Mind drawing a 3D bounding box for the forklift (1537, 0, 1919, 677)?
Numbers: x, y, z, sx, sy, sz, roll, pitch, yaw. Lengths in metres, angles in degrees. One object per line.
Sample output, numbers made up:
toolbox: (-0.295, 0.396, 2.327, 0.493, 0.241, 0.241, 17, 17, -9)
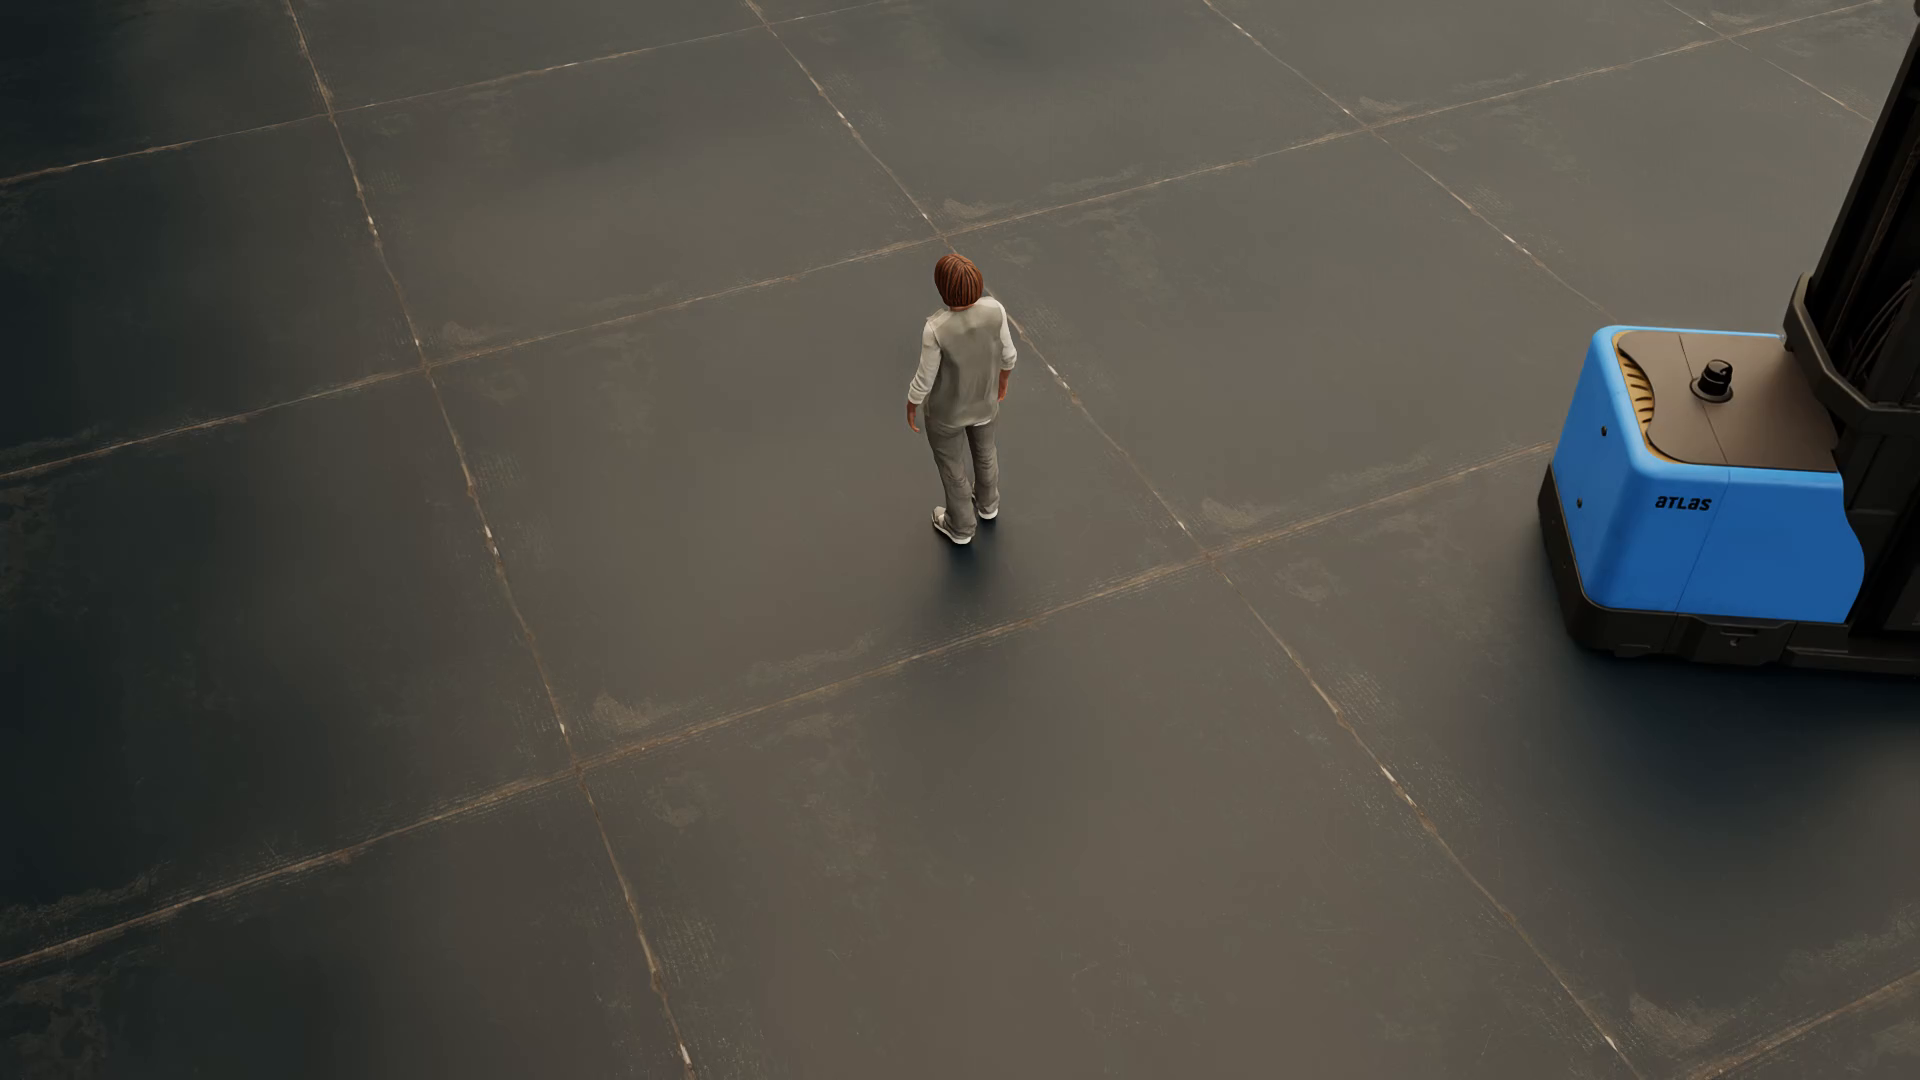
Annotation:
forklift: (4.215, -0.811, 6.549, 3.031, 2.935, 1.130, 4, 43, 4)

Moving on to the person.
person: (-0.018, -0.639, 7.332, 0.520, 1.597, 0.475, -18, 46, -18)
